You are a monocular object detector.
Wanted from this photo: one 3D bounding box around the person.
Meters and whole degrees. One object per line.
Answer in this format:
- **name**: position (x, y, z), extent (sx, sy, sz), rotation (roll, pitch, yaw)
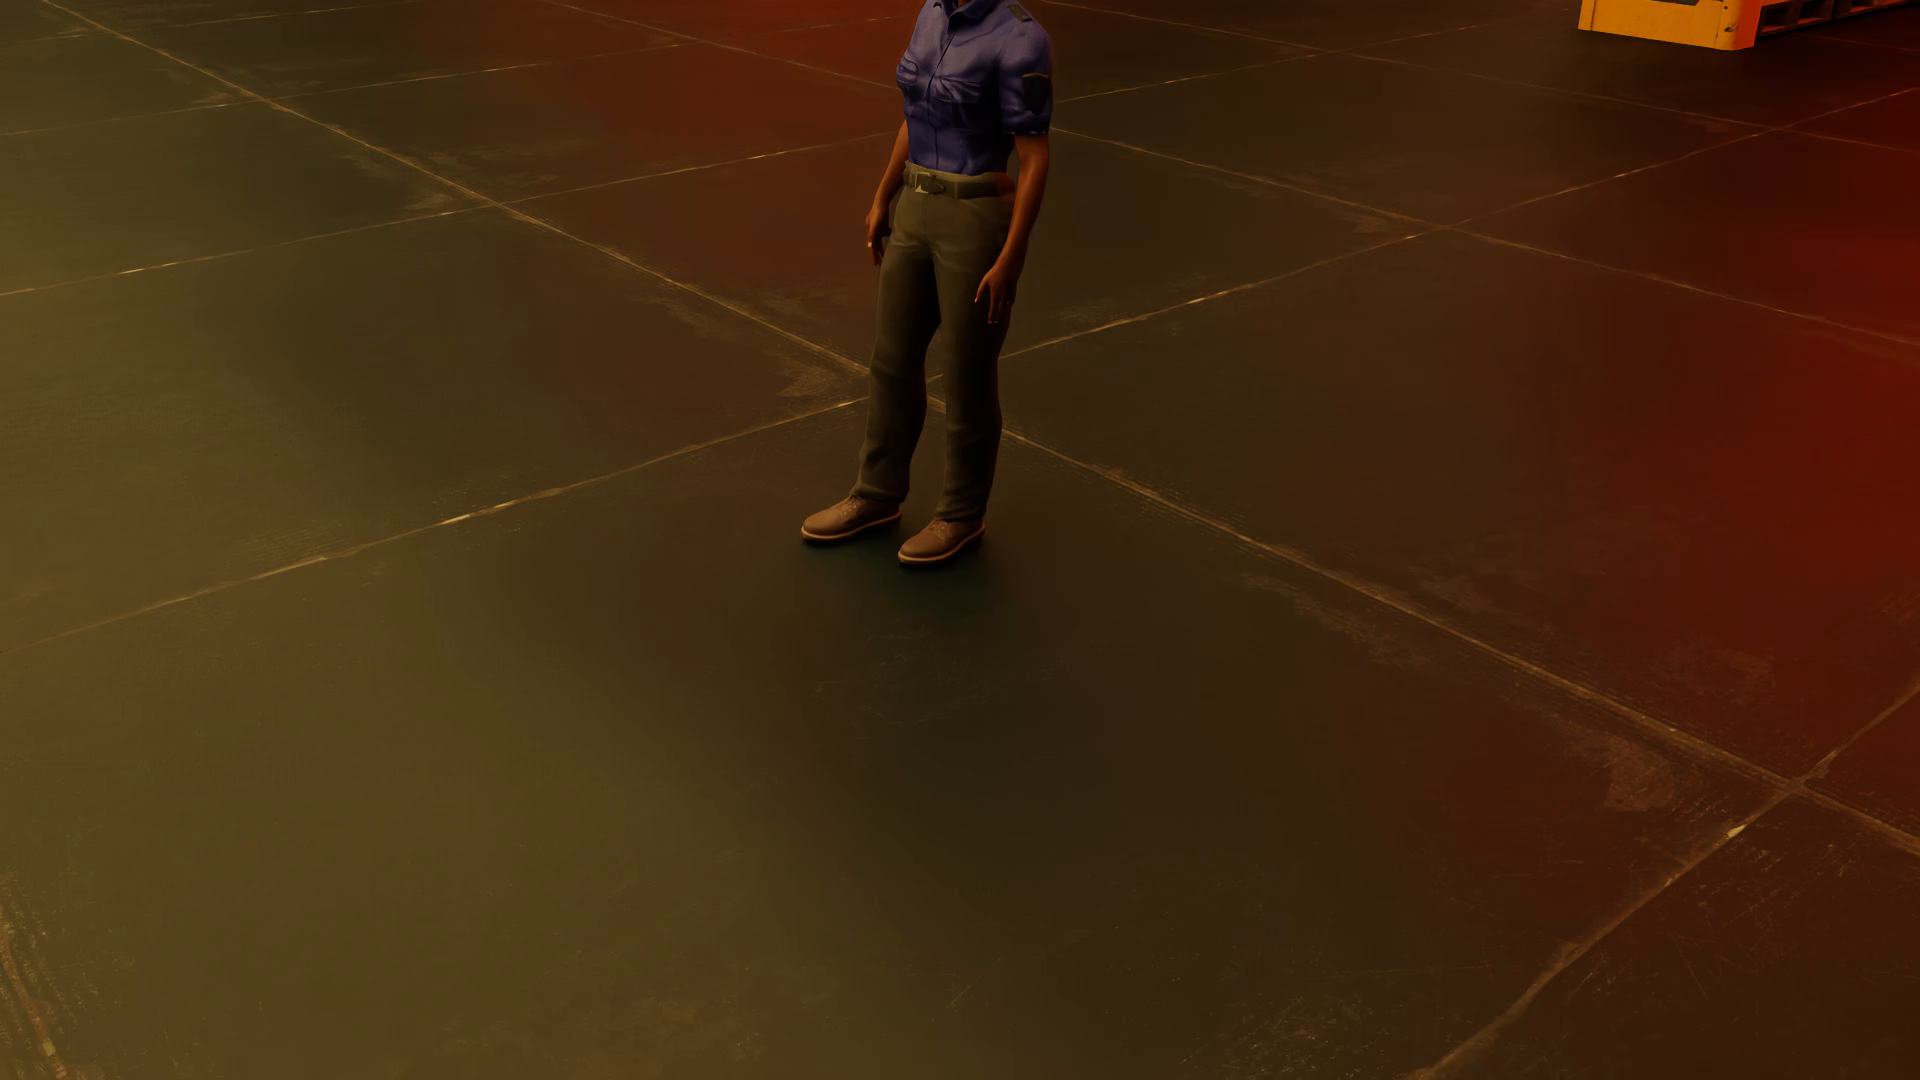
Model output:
- **person**: position (-0.080, -0.729, 4.094), extent (0.504, 1.654, 0.569), rotation (-20, 33, -35)
